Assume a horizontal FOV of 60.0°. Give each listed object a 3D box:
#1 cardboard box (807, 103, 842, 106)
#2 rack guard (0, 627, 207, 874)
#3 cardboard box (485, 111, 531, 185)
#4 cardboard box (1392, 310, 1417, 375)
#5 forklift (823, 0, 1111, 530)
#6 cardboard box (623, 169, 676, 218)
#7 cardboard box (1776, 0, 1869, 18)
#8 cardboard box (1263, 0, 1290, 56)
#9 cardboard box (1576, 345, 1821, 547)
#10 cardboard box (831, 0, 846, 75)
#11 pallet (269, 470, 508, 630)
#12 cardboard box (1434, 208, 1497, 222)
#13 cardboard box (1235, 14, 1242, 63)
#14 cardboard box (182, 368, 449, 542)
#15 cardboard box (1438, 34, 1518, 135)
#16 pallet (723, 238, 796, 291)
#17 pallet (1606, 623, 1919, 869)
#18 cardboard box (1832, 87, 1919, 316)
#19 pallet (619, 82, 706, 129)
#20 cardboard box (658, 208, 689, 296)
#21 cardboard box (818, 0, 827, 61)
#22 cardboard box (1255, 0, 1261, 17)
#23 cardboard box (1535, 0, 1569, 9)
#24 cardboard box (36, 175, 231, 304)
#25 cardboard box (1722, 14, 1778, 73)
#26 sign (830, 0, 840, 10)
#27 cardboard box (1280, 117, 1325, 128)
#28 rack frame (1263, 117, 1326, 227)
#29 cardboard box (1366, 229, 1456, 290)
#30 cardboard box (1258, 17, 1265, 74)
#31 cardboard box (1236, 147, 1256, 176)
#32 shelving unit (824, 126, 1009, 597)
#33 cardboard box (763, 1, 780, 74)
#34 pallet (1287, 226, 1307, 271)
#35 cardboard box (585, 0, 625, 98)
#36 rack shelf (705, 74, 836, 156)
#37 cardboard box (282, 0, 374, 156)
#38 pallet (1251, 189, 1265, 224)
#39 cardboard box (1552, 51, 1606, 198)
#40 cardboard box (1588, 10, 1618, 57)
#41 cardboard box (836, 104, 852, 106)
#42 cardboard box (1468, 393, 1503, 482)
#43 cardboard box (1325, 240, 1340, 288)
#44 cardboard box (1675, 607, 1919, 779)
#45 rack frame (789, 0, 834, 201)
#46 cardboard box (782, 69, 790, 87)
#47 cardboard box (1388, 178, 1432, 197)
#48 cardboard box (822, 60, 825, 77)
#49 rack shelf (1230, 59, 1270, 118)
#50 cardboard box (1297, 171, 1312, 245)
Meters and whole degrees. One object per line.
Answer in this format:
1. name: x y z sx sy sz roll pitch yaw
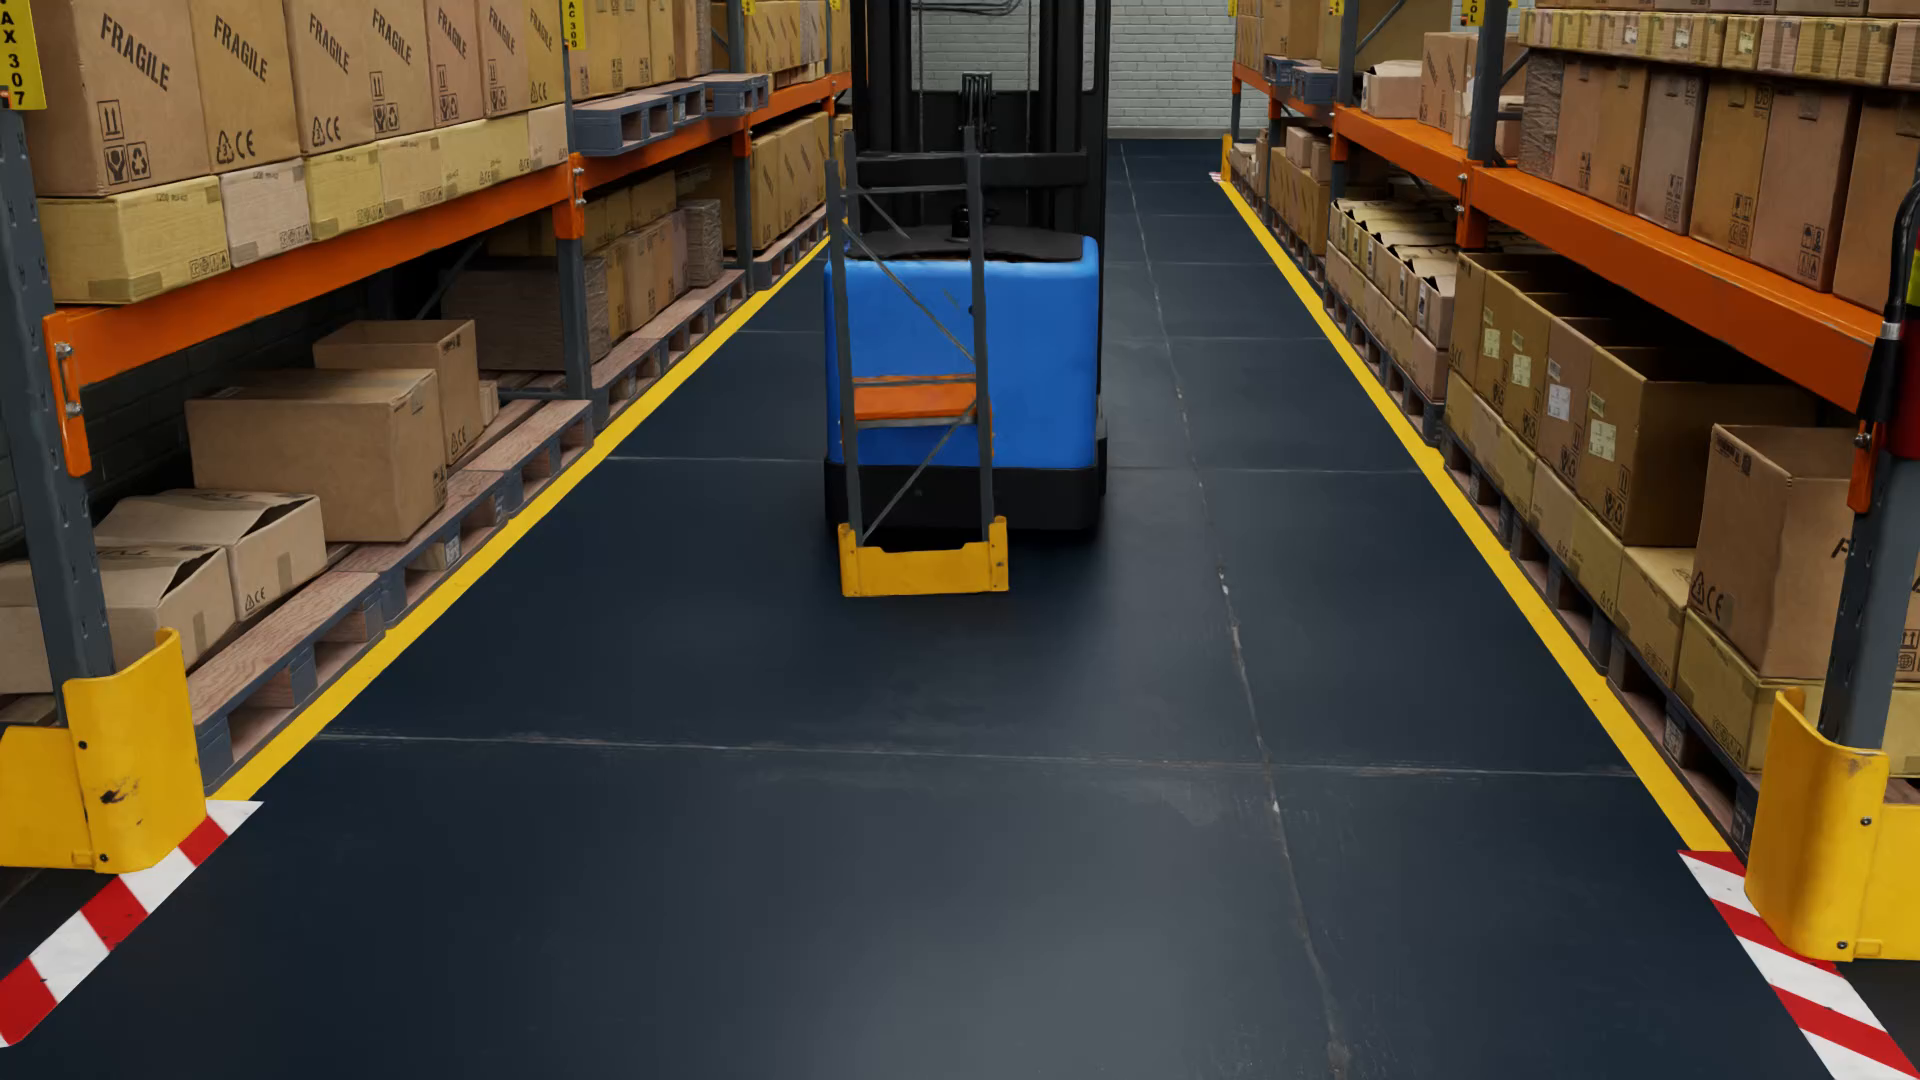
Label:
1. cardboard box: -1.519 -4.781 18.494 0.380 0.149 0.250 1 18 4
2. rack guard: -2.519 0.496 4.105 1.175 0.500 0.348 1 18 4
3. cardboard box: -2.014 -1.540 6.514 0.500 0.250 0.500 1 18 4
4. cardboard box: 2.482 -0.986 8.356 0.500 0.250 0.500 1 18 3
5. forklift: 0.103 -1.840 7.330 1.130 2.935 3.031 1 18 4
6. cardboard box: -2.054 -2.130 10.208 0.500 0.250 0.500 2 18 5
7. cardboard box: 2.499 -1.547 4.083 0.700 0.500 0.500 1 18 2
8. cardboard box: 3.020 -4.390 14.169 0.700 0.500 0.500 -5 19 -15
9. cardboard box: 2.215 -0.292 5.033 0.500 0.500 0.500 1 18 4
10. cardboard box: -1.609 -4.705 15.484 0.980 0.700 0.700 2 18 5
11. pallet: -2.336 0.004 6.071 1.003 0.211 1.213 1 18 4
12. cardboard box: 3.167 -1.873 10.162 0.500 0.311 0.500 1 18 3
13. cardboard box: 3.269 -5.443 18.057 0.500 0.500 0.500 2 18 5
14. cardboard box: -2.242 -0.306 5.846 0.700 0.500 0.500 0 18 0
15. cardboard box: 2.848 -2.406 8.786 0.500 0.500 0.500 1 18 4
16. pallet: -1.820 -2.070 12.403 1.003 0.211 1.213 1 18 4
17. pallet: 2.429 0.528 4.472 1.003 0.211 1.213 1 18 4
18. cardboard box: 2.463 -0.751 3.736 0.700 0.500 0.500 1 18 4
19. pallet: -2.052 -2.446 9.377 1.003 0.211 1.213 1 18 4
20. cardboard box: -2.104 -1.791 10.381 0.700 0.500 0.500 1 18 4
21. cardboard box: -1.446 -4.444 14.498 0.500 0.500 0.500 1 18 3
22. cardboard box: 3.125 -5.286 15.973 0.500 0.500 0.500 1 18 4
23. cardboard box: 2.678 -2.327 6.463 0.700 0.500 0.500 1 18 4
24. cardboard box: -2.173 -0.750 4.105 0.500 0.250 0.500 1 18 2
25. cardboard box: 2.328 -1.357 4.546 0.380 0.149 0.250 2 18 6
26. sign: -1.123 -4.898 14.822 0.100 0.325 0.005 1 18 4
27. cardboard box: 3.770 -4.374 18.264 0.500 0.500 0.500 1 18 4
28. rack frame: 3.277 -4.285 14.684 1.000 3.000 0.127 1 18 4
29. cardboard box: 2.555 -1.565 9.222 0.500 0.311 0.500 1 18 3
30. cardboard box: 3.092 -4.654 15.648 0.500 0.500 0.500 2 18 5
31. cardboard box: 3.170 -3.957 17.391 0.500 0.250 0.500 1 18 4
32. shelving unit: -0.158 -0.691 6.088 0.587 1.500 1.083 -3 19 0
33. cardboard box: -1.614 -3.658 12.100 0.500 0.500 0.500 2 18 6
34. pallet: 3.171 -2.327 13.185 1.003 0.211 1.213 1 18 4
35. cardboard box: -2.120 -2.497 8.360 0.700 0.500 0.500 3 18 10
36. rack shelf: -1.808 -3.432 13.234 1.077 0.370 4.000 1 18 4
37. cardboard box: -2.102 -1.418 4.936 0.500 0.500 0.500 1 18 2
38. pallet: 3.327 -3.173 15.769 1.003 0.211 1.213 1 18 4
39. cardboard box: 2.646 -1.546 6.164 0.700 0.500 0.500 1 18 3
40. cardboard box: 2.419 -1.760 5.775 0.380 0.149 0.250 1 18 2
41. cardboard box: -1.156 -4.693 18.228 0.380 0.149 0.250 1 18 3
42. cardboard box: 2.327 -0.401 6.571 0.500 0.250 0.500 1 18 4
43. cardboard box: 2.659 -1.780 10.779 0.500 0.250 0.500 1 18 4
44. cardboard box: 2.160 0.376 4.201 0.500 0.250 0.500 1 18 4
45. rack frame: -1.665 -4.395 15.018 1.000 3.000 0.127 1 18 4
46. cardboard box: -1.572 -3.698 13.262 0.380 0.149 0.250 2 18 6
47. cardboard box: 3.340 -2.362 12.122 0.500 0.500 0.500 1 18 2
48. cardboard box: -1.406 -4.174 14.714 0.380 0.149 0.250 1 18 4
49. rack shelf: 3.420 -4.565 16.692 1.077 0.370 4.000 1 18 4
50. cardboard box: 2.860 -2.521 12.606 0.500 0.500 0.500 1 18 2
